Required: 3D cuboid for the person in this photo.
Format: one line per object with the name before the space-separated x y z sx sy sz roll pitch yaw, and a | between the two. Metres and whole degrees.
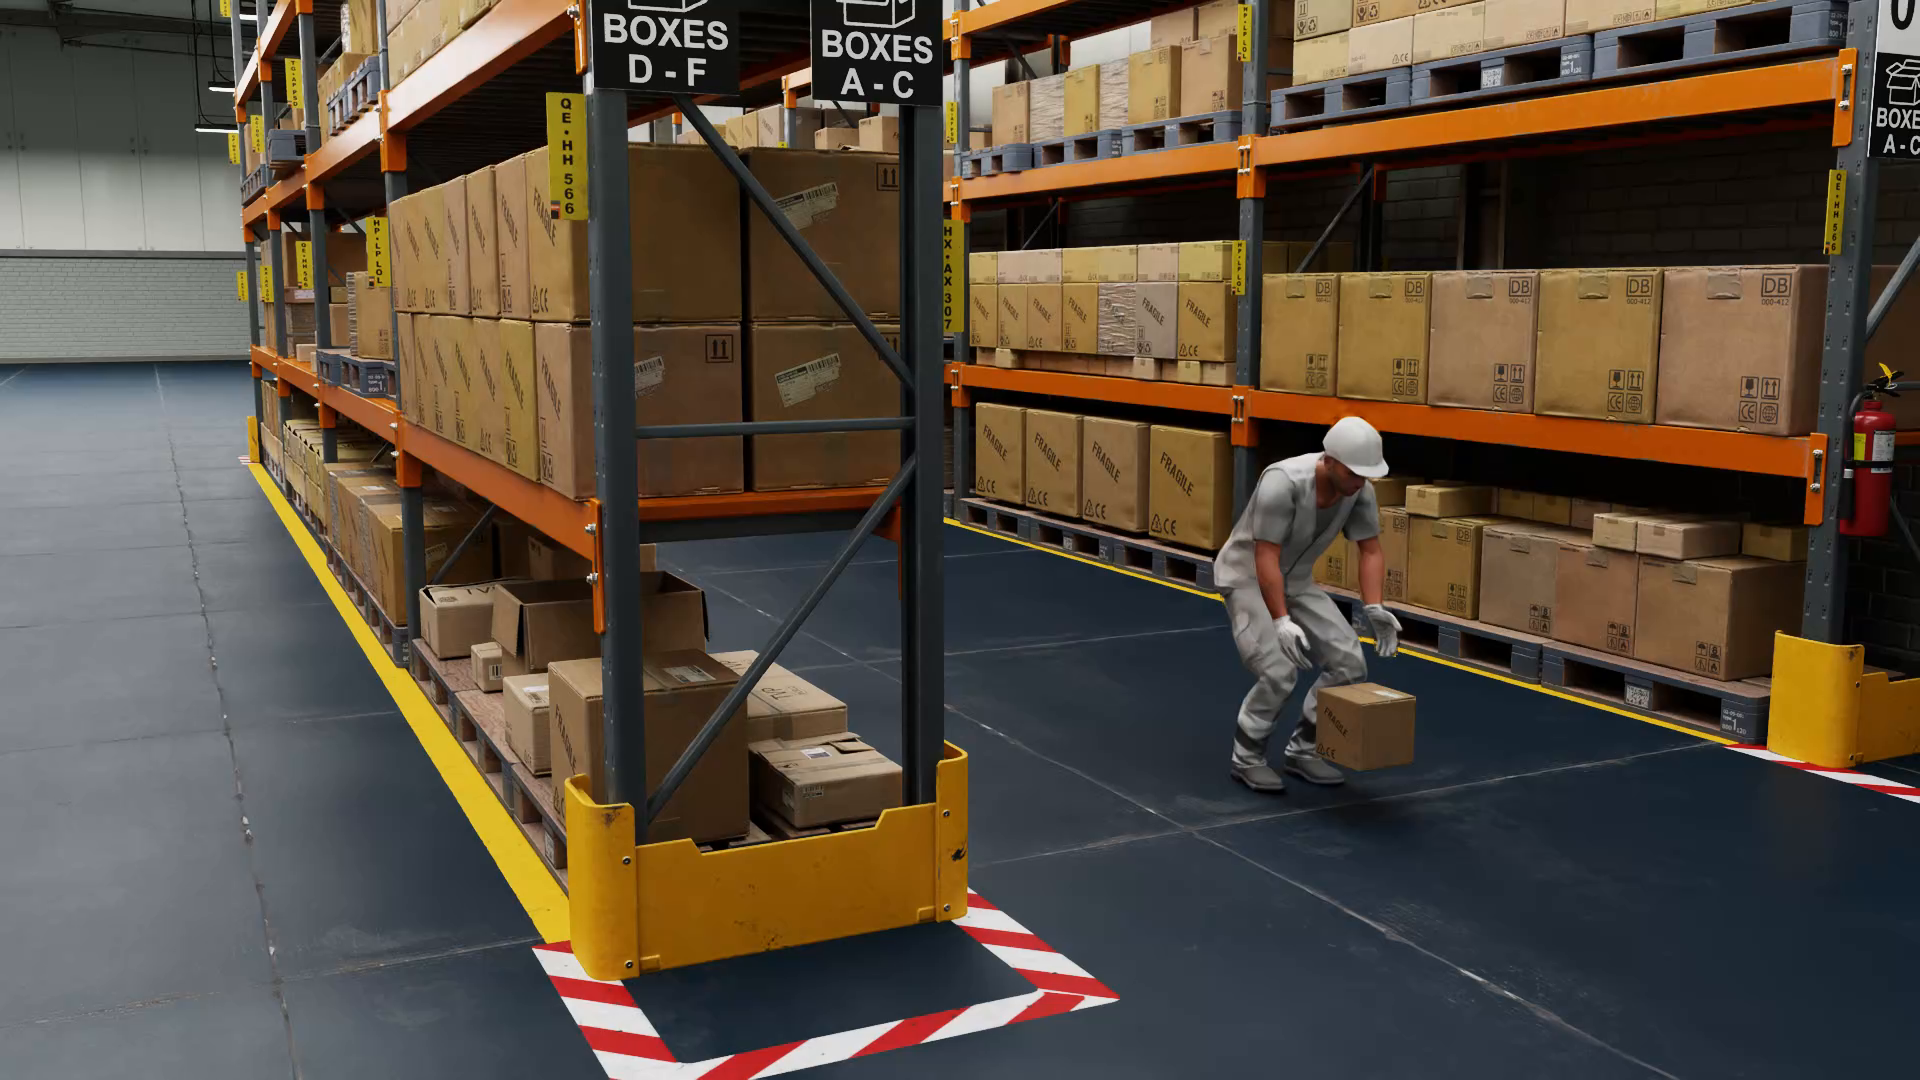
person | 1.328 0.233 6.366 0.583 1.443 0.749 -4 9 -26
